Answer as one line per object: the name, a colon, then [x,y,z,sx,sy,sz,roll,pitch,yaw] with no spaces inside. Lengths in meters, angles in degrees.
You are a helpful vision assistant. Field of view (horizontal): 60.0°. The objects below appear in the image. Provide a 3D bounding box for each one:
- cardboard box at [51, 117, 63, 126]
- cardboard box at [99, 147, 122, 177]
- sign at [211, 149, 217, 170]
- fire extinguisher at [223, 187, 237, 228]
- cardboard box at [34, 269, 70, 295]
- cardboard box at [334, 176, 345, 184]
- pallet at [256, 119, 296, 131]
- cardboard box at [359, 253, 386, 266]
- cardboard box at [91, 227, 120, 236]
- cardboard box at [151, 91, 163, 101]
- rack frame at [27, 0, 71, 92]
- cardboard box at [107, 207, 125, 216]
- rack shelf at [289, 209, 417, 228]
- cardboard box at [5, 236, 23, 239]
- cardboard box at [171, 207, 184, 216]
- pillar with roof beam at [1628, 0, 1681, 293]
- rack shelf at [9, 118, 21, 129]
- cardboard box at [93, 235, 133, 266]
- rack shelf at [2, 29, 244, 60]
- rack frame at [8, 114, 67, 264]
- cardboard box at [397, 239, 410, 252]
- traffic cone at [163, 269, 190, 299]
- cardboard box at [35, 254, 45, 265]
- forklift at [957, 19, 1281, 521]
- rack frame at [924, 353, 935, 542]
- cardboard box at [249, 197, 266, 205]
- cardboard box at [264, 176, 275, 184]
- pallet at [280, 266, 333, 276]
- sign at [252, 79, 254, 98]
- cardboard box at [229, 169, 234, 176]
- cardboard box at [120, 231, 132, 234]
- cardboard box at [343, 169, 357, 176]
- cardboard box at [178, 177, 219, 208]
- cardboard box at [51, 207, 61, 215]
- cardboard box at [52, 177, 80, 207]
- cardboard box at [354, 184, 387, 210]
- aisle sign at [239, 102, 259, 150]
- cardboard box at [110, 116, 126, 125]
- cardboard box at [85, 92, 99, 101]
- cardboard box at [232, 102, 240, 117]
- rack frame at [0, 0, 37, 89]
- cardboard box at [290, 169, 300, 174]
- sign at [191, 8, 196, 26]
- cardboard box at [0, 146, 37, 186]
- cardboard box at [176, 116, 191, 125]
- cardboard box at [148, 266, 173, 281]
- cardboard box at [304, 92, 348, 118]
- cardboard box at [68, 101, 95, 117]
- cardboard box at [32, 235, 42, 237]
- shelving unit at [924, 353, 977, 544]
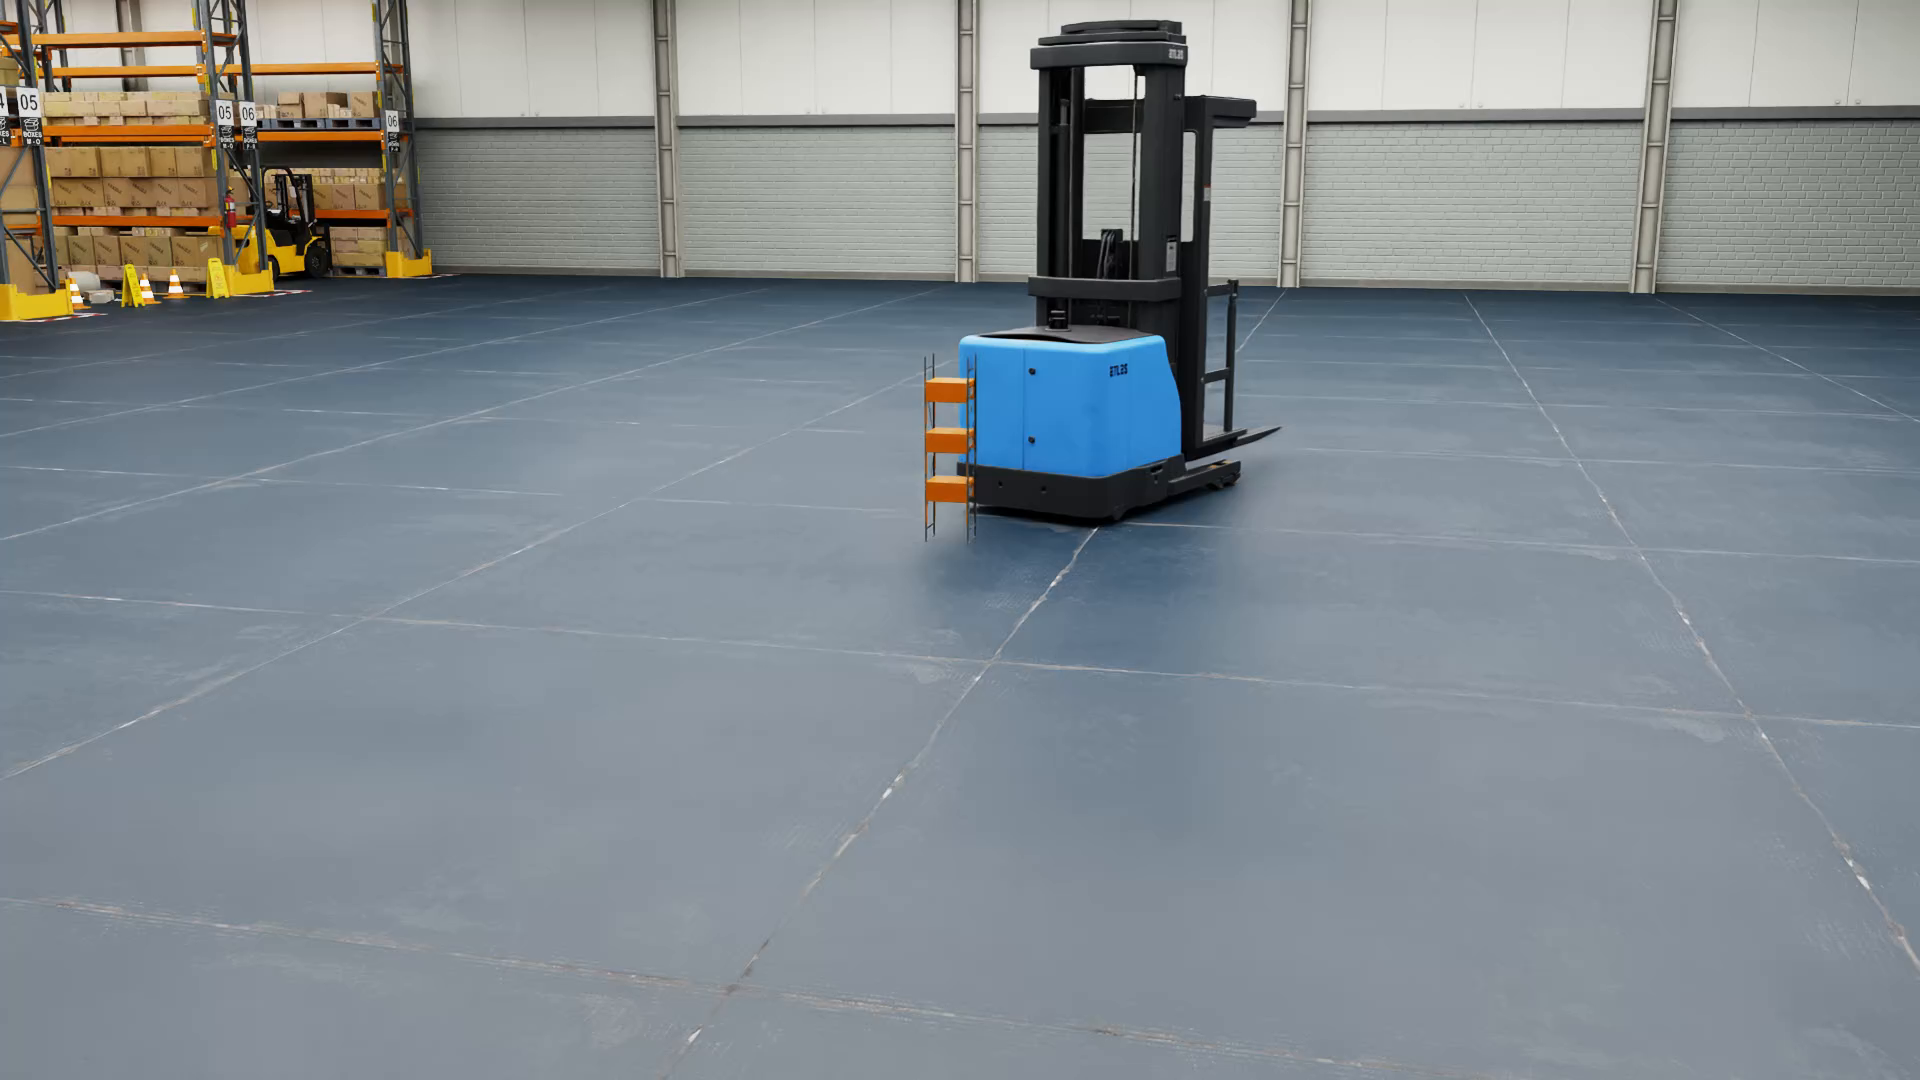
cardboard box: [-15.374,-7.189,28.589,0.250,0.149,0.380,3,13,14]
cardboard box: [-14.251,-6.473,28.481,0.500,0.500,0.700,3,13,13]
sign: [-12.395,-6.326,27.643,0.005,0.325,0.100,3,13,14]
fire extinguisher: [-12.242,-5.582,27.869,0.183,0.674,0.296,3,13,14]
cardboard box: [-14.554,-4.062,26.606,0.637,0.503,0.797,-6,14,-25]
cardboard box: [-12.191,-7.139,32.983,0.250,0.149,0.380,3,13,13]
pallet: [-14.106,-8.356,33.475,1.213,0.211,1.003,3,13,14]
cardboard box: [-11.589,-5.587,33.093,0.500,0.250,0.500,3,13,14]
cardboard box: [-14.749,-5.329,28.702,0.250,0.149,0.380,4,13,17]
cardboard box: [-13.369,-7.464,27.987,0.250,0.149,0.380,3,13,14]
rack frame: [-18.824,-10.110,34.251,0.127,3.000,1.000,3,13,14]
cardboard box: [-14.406,-5.648,28.569,0.250,0.149,0.380,3,13,13]
rack shelf: [-12.999,-6.519,33.576,4.000,0.370,1.077,3,13,14]
cardboard box: [-19.769,-6.171,35.148,0.500,0.500,0.500,3,13,13]
cardboard box: [-13.173,-5.582,28.271,0.250,0.149,0.380,3,13,13]
pillar with roof beam: [10.753,-7.770,23.703,0.400,9.000,9.100,3,13,14]
rack shelf: [-15.272,-5.893,23.830,4.000,0.370,1.077,3,13,14]
cardboard box: [-14.592,-5.019,28.800,0.500,0.500,0.500,4,13,16]
rack shelf: [-14.184,-8.402,28.221,4.000,0.370,1.077,3,13,14]
rack frame: [-16.126,-5.930,29.260,0.127,3.000,1.000,3,13,14]
cardboard box: [-11.464,-5.941,33.535,0.500,0.250,0.500,3,13,15]
traffic cone: [-12.969,-4.235,27.477,0.334,0.463,0.336,3,13,14]
cardboard box: [-16.636,-4.879,29.619,0.625,0.372,0.950,3,13,14]
forklift: [1.222,-1.813,10.864,1.130,2.935,3.031,8,15,33]
rack frame: [-0.170,-0.522,9.385,0.008,1.050,0.200,3,13,14]
cardboard box: [-14.062,-6.921,33.497,0.500,0.500,0.500,3,13,15]
cardboard box: [-13.706,-7.204,33.276,0.250,0.149,0.380,3,13,13]
pallet: [-12.990,-5.500,33.758,1.213,0.211,1.003,3,13,14]
sign: [-12.113,-7.727,28.419,0.005,0.325,0.100,3,13,14]
cardboard box: [-14.702,-7.406,33.496,0.250,0.149,0.380,3,13,15]
cardboard box: [-16.932,-6.125,34.651,0.625,0.625,0.875,3,13,11]
cardboard box: [-11.963,-7.265,32.864,0.250,0.149,0.380,3,13,15]
cardboard box: [-12.835,-5.886,28.147,0.500,0.500,0.500,3,13,13]
cardboard box: [-15.639,-5.721,28.899,0.250,0.149,0.380,3,13,15]
cardboard box: [-15.273,-6.021,28.754,0.500,0.500,0.500,3,13,13]
cardboard box: [-11.598,-6.785,32.885,0.500,0.500,0.500,3,13,12]
aisle sign: [-12.108,-7.053,28.322,0.004,0.787,0.394,3,13,14]
cardboard box: [-14.158,-7.094,28.162,0.250,0.149,0.380,3,13,13]
cardboard box: [-14.621,-7.520,28.240,0.250,0.149,0.380,3,13,13]
cardboard box: [-12.667,-7.341,28.354,0.500,0.250,0.500,3,13,13]
rack frame: [-13.330,-7.605,22.959,0.127,3.000,1.000,3,13,14]
cardboard box: [-13.186,-7.346,33.229,0.250,0.149,0.380,3,13,14]
sign: [-15.059,-10.283,32.689,0.005,0.325,0.100,3,13,14]
cardboard box: [-13.681,-5.304,23.599,0.550,0.550,0.875,3,13,14]
cardboard box: [-12.905,-7.030,27.872,0.250,0.149,0.380,3,13,14]
cardboard box: [-13.593,-4.599,28.639,0.500,0.250,0.500,3,13,14]
cardboard box: [-12.515,-8.579,32.845,0.500,0.500,0.700,3,13,14]
cardboard box: [-14.778,-7.332,28.315,0.500,0.250,0.500,3,13,14]
cardboard box: [-19.364,-6.455,34.932,0.250,0.149,0.380,2,13,11]
shelving unit: [-0.052,-0.515,9.357,0.252,1.050,0.215,3,13,14]
